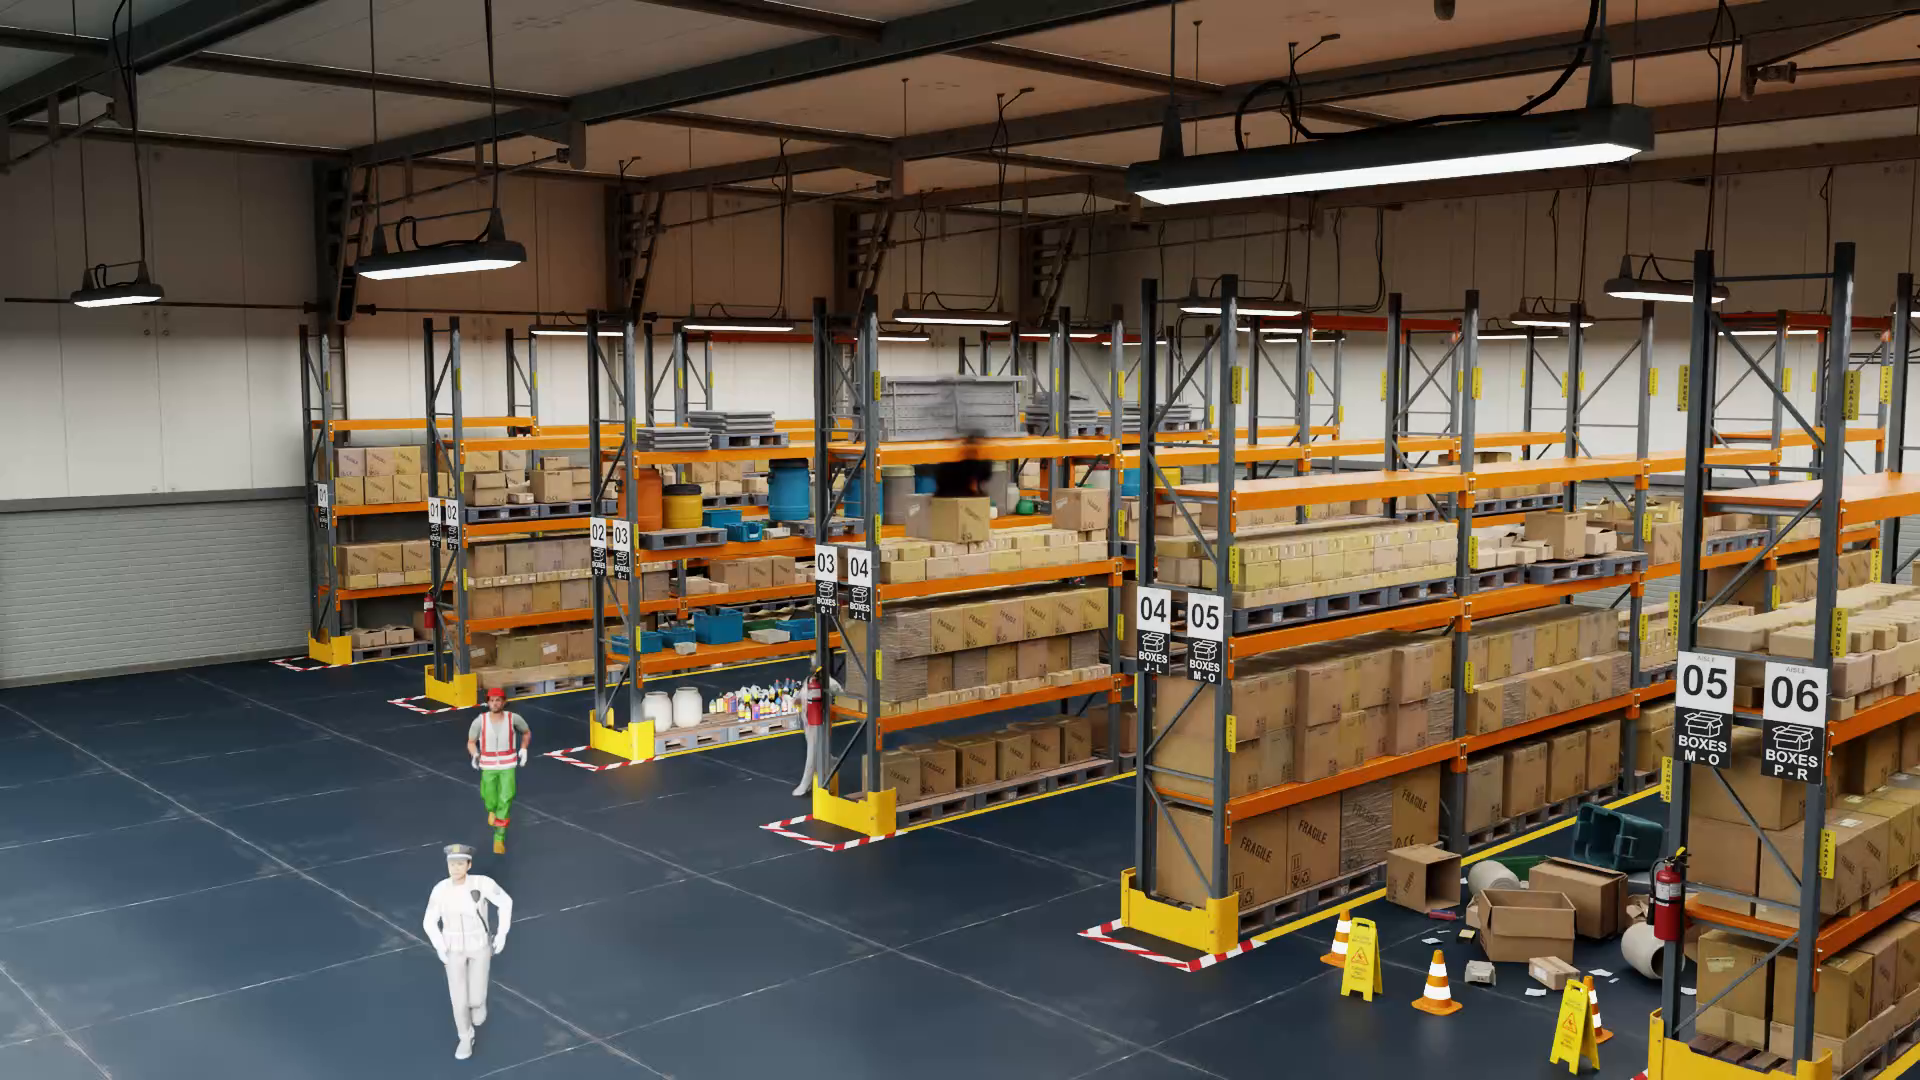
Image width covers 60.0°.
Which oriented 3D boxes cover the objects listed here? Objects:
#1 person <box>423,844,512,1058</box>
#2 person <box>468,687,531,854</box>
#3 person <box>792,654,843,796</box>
[{"bbox_3d":[-3.717,3.088,12.549,0.637,1.661,0.560,-1,6,-8],"label":"person"},{"bbox_3d":[-5.022,2.475,18.158,0.669,1.754,0.825,-1,6,-13],"label":"person"},{"bbox_3d":[-1.760,2.233,20.471,0.583,1.678,0.914,5,8,40],"label":"person"}]
